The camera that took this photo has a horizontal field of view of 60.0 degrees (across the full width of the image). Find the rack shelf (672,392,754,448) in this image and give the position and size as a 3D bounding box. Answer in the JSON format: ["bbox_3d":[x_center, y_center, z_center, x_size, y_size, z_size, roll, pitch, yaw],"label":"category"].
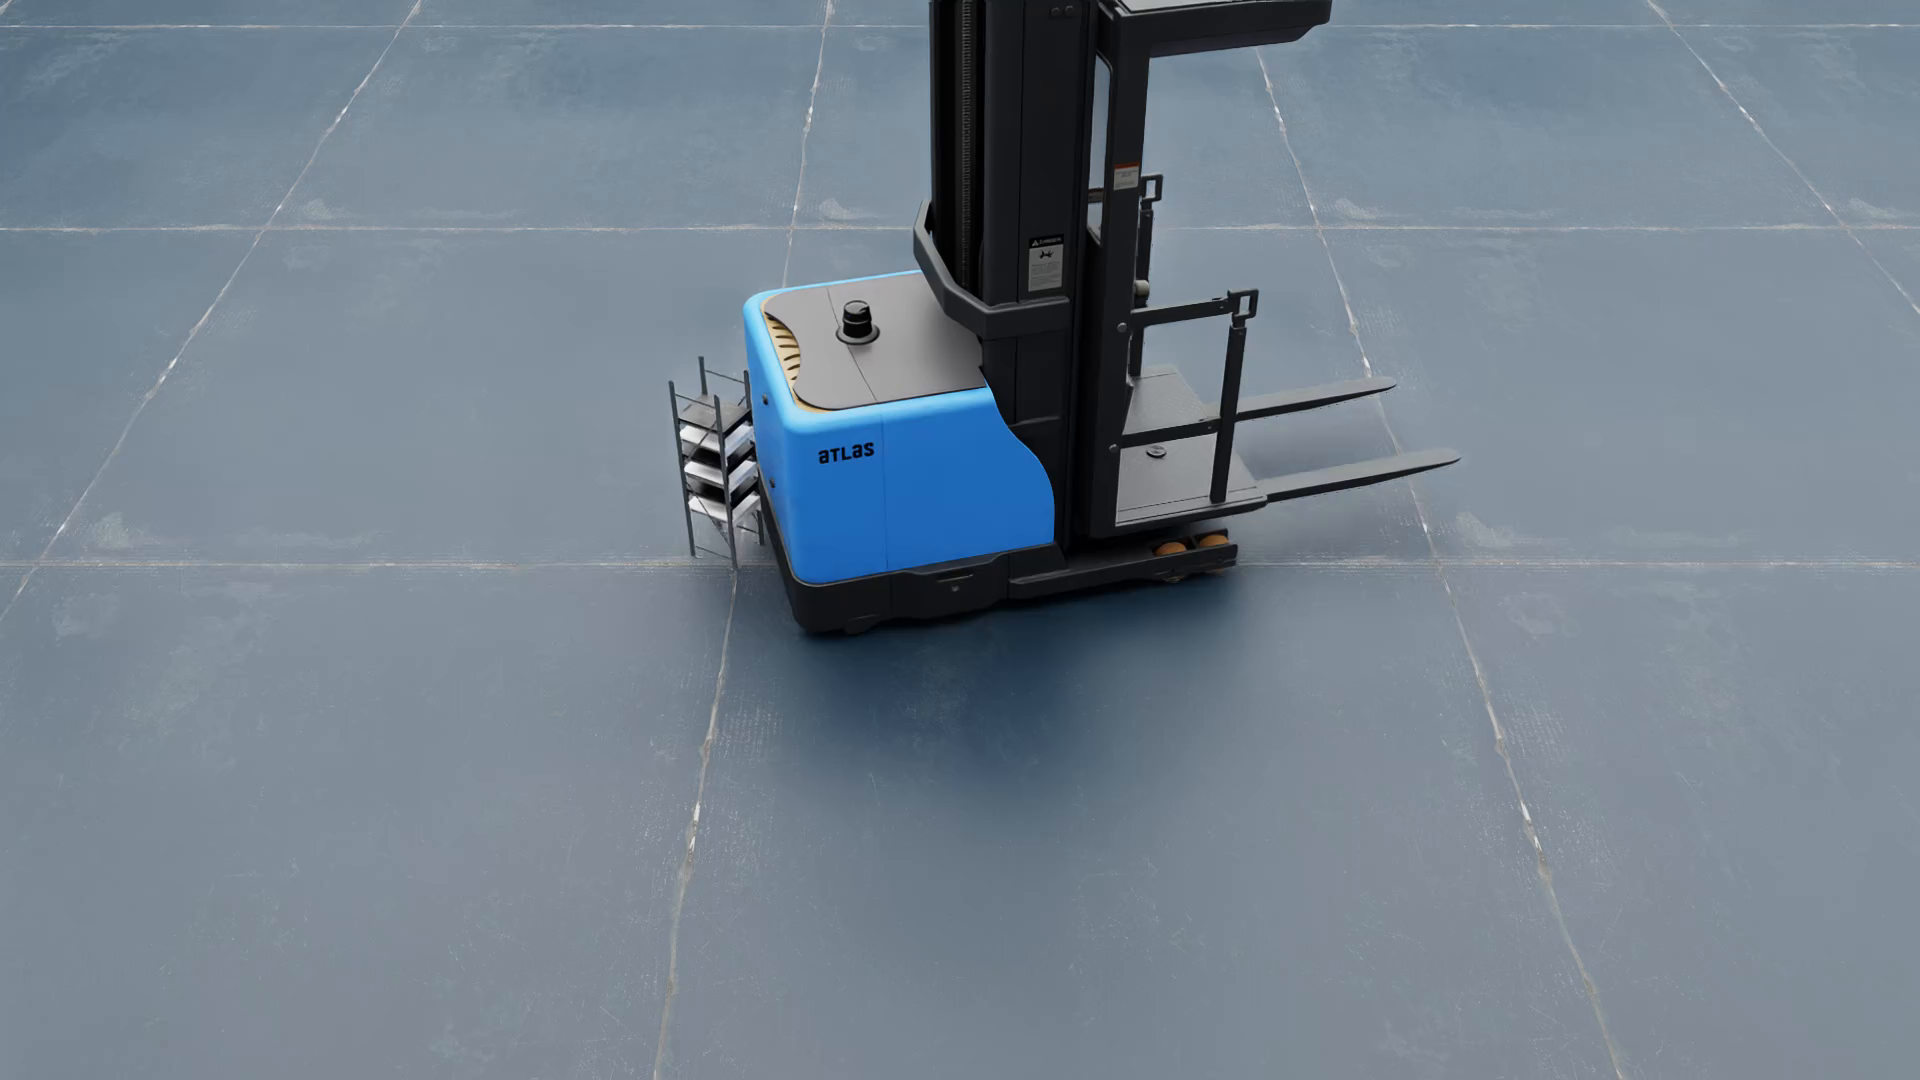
[{"bbox_3d":[-1.003,-0.489,6.762,0.258,0.077,0.200,19,42,22],"label":"rack shelf"}]

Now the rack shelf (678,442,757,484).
[{"bbox_3d":[-1.003,-0.348,6.874,0.258,0.077,0.200,19,42,22],"label":"rack shelf"}]

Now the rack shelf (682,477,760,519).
[{"bbox_3d":[-1.003,-0.208,6.987,0.258,0.077,0.200,19,42,22],"label":"rack shelf"}]

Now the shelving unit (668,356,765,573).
[{"bbox_3d":[-1.003,-0.304,6.910,0.258,0.900,0.210,19,42,22],"label":"shelving unit"}]

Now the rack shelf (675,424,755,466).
[{"bbox_3d":[-1.003,-0.419,6.818,0.258,0.077,0.200,19,42,22],"label":"rack shelf"}]

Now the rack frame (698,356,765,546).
[{"bbox_3d":[-0.954,-0.360,6.980,0.240,0.900,0.006,19,42,22],"label":"rack frame"}]

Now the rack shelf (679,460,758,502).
[{"bbox_3d":[-1.003,-0.278,6.931,0.258,0.077,0.200,19,42,22],"label":"rack shelf"}]

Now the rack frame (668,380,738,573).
[{"bbox_3d":[-1.052,-0.248,6.840,0.240,0.900,0.006,19,42,22],"label":"rack frame"}]

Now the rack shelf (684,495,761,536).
[{"bbox_3d":[-1.003,-0.138,7.043,0.258,0.077,0.200,19,42,22],"label":"rack shelf"}]

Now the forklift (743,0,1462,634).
[{"bbox_3d":[0.675,-1.277,6.500,3.031,2.935,1.130,-10,40,-12],"label":"forklift"}]
